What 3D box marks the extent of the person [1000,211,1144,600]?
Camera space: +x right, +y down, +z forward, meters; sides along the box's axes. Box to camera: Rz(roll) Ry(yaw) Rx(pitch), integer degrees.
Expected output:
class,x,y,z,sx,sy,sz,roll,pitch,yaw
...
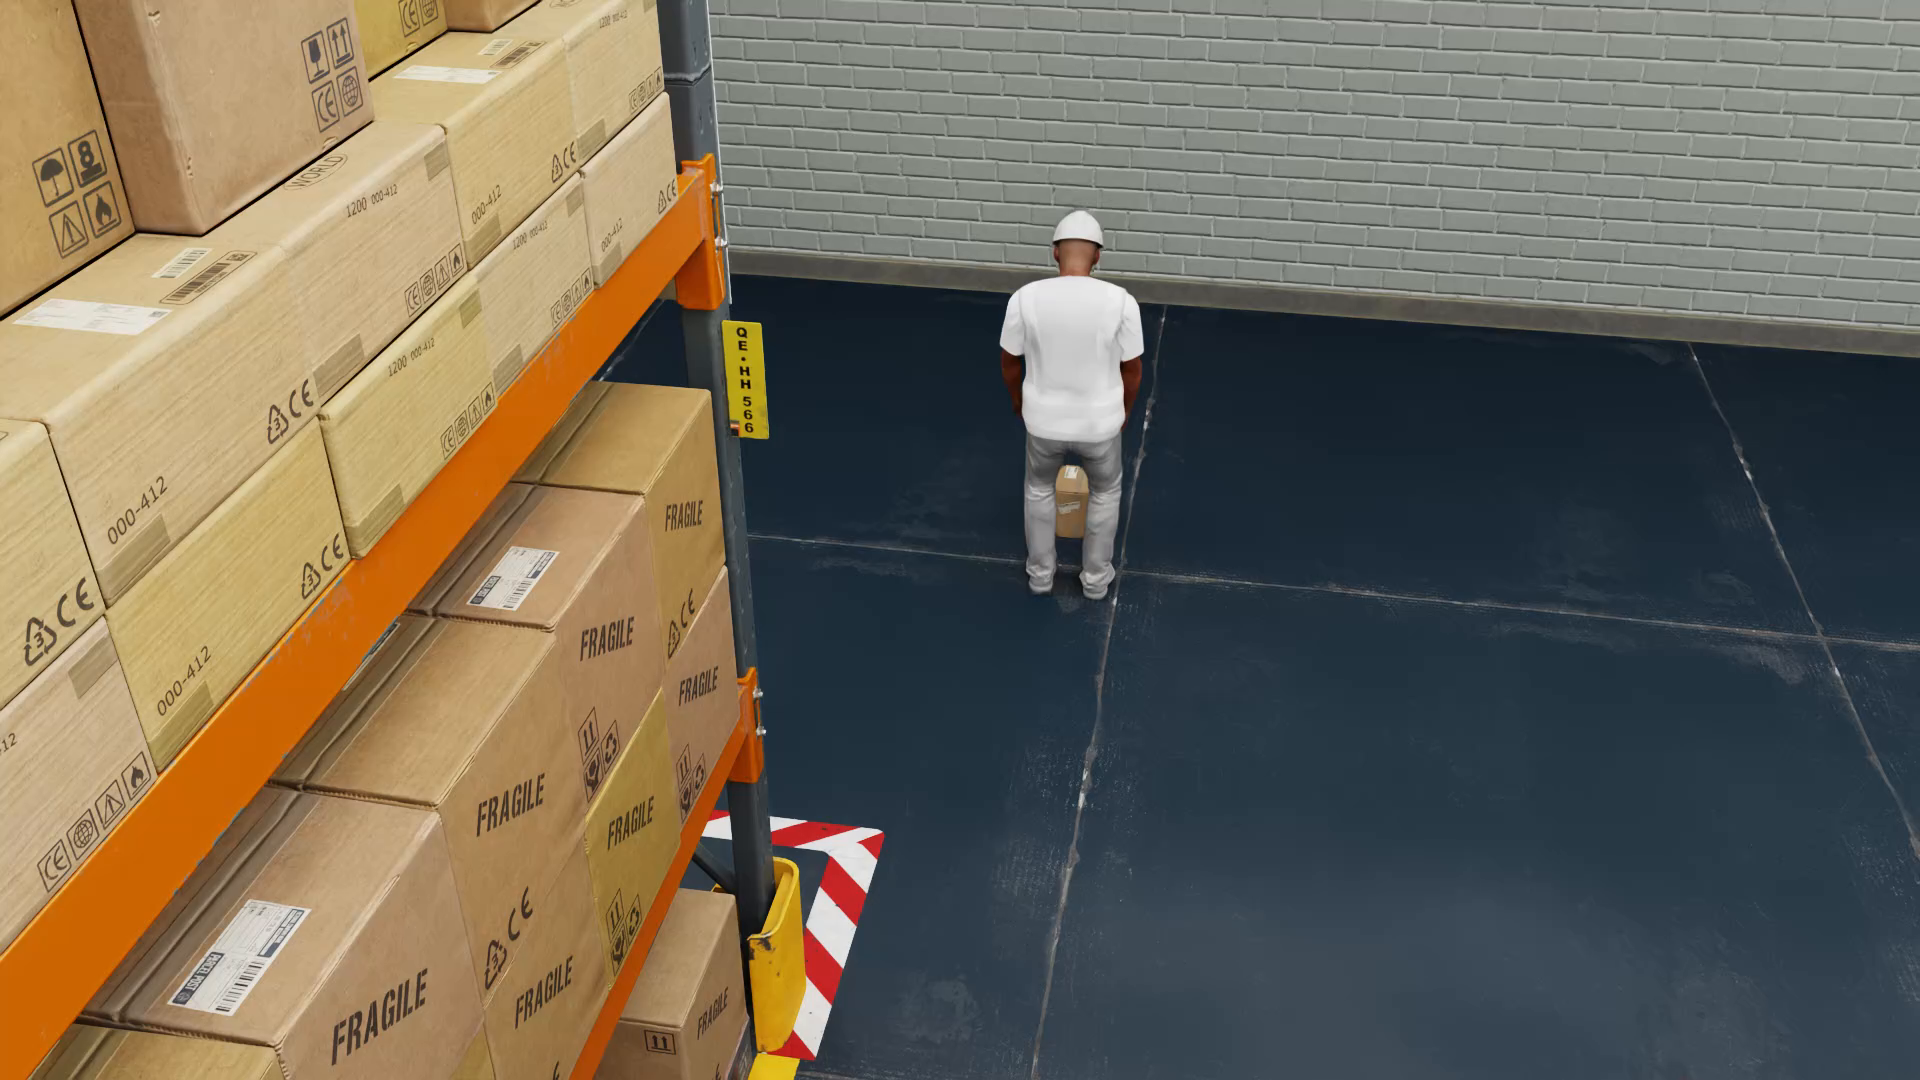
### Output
class,x,y,z,sx,sy,sz,roll,pitch,yaw
person,0.463,-0.543,7.045,0.599,1.696,0.491,6,33,9
